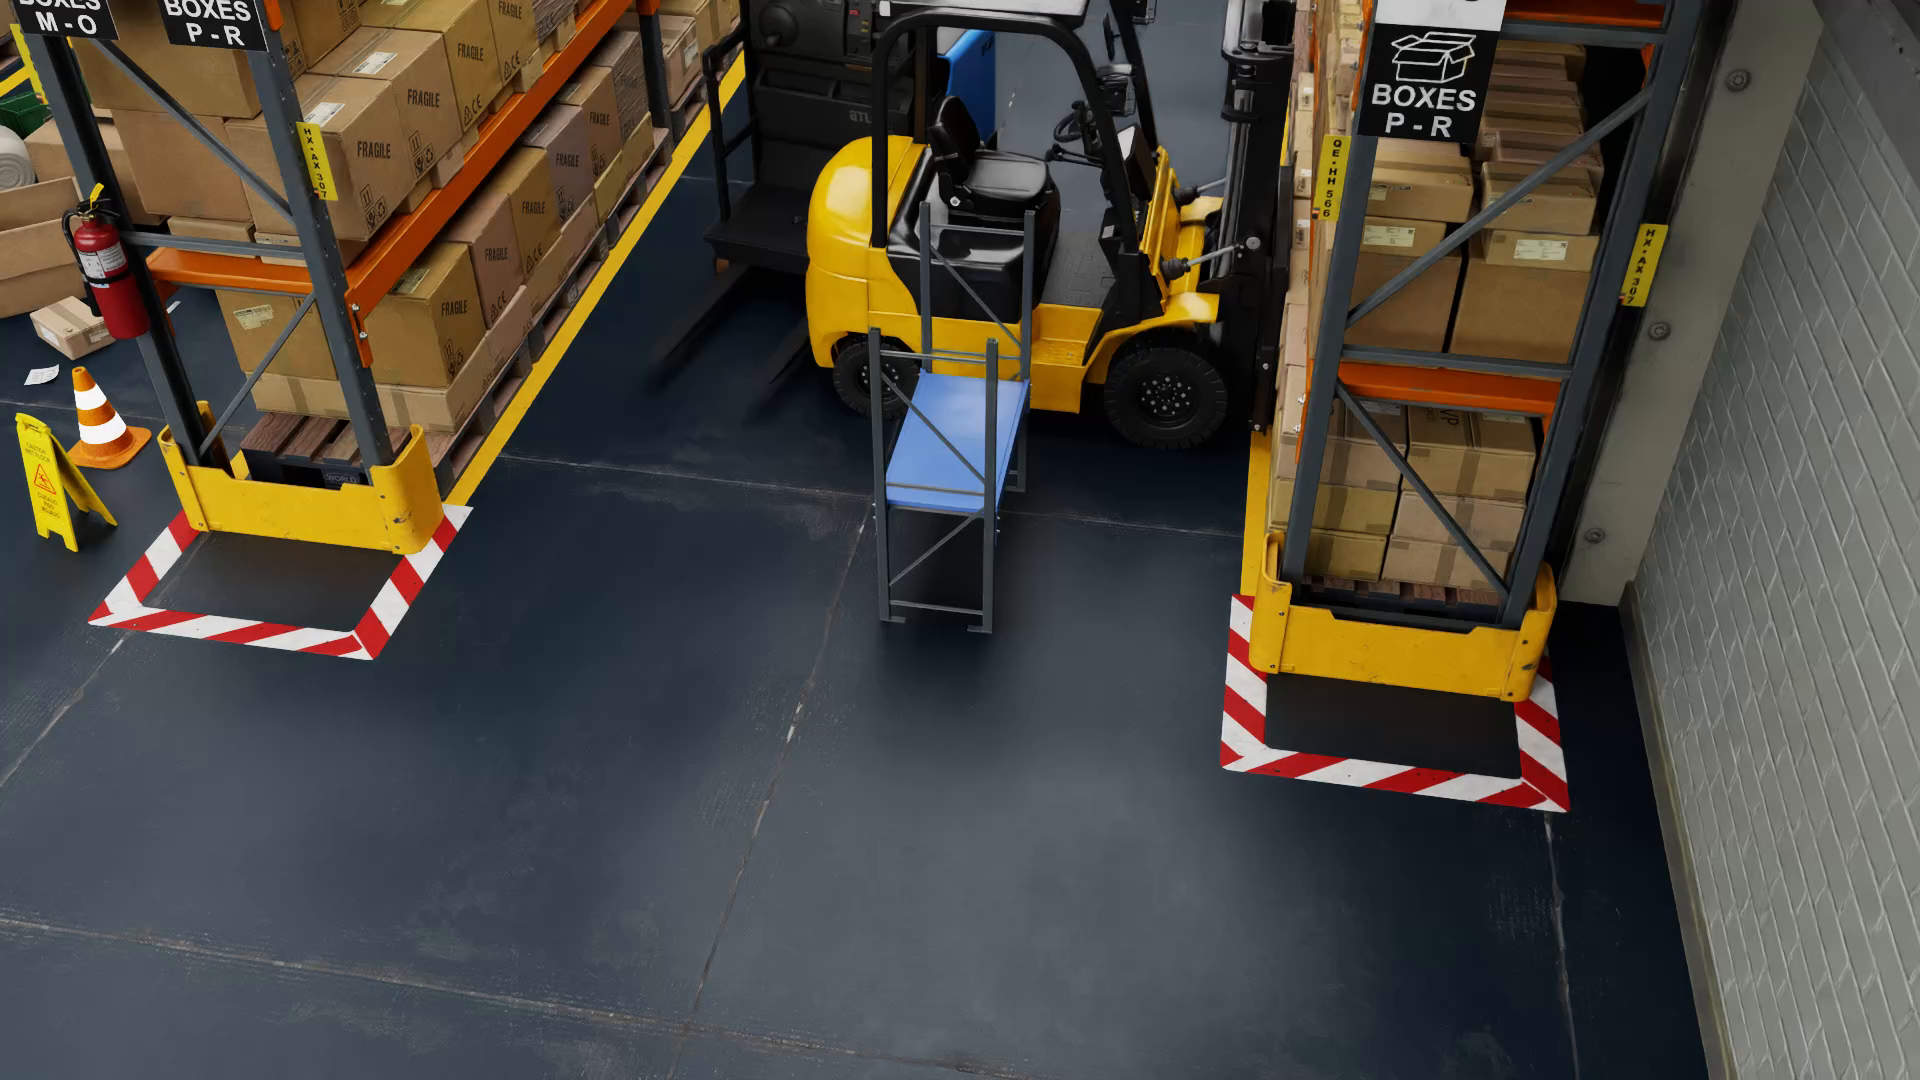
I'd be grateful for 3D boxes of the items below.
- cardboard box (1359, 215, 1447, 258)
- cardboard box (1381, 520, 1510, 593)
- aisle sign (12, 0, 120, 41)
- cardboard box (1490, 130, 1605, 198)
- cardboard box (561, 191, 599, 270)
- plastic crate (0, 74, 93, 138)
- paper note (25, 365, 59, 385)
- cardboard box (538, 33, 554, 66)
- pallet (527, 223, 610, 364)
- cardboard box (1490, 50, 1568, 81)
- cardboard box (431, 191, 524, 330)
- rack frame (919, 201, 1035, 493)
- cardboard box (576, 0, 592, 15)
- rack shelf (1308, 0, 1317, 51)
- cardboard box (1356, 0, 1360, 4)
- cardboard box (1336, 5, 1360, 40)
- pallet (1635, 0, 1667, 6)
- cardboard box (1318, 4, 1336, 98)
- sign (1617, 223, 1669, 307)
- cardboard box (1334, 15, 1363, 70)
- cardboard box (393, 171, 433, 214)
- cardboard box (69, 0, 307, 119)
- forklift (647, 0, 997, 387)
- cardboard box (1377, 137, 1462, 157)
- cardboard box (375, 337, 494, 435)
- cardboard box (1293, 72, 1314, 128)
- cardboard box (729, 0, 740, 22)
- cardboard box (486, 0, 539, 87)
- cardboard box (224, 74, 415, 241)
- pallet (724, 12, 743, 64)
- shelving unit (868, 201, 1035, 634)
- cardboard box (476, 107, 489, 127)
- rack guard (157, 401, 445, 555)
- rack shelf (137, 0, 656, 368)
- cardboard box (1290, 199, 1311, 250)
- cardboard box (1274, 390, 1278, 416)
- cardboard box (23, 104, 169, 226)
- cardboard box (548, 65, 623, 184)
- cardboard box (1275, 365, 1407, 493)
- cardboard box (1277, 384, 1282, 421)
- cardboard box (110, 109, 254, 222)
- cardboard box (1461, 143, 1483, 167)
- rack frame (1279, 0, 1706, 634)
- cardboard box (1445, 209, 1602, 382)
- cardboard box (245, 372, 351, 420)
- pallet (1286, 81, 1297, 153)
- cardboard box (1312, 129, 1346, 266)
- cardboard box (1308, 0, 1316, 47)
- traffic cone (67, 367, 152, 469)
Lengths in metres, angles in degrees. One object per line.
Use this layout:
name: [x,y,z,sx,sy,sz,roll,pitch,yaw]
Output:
cardboard box: [1.621,-1.198,6.257,0.380,0.149,0.250,7,40,8]
cardboard box: [2.115,-0.050,7.284,0.500,0.250,0.500,7,40,8]
aisle sign: [-3.349,-2.201,6.018,0.394,0.787,0.004,6,40,8]
cardboard box: [2.213,-1.411,6.282,0.380,0.149,0.250,8,40,9]
cardboard box: [-2.372,-1.764,9.357,0.500,0.250,0.500,7,40,8]
plastic crate: [-5.993,-2.883,11.045,0.450,0.188,0.662,20,43,37]
paper note: [-4.849,-0.874,8.783,0.148,0.019,0.142,-6,40,-8]
cardboard box: [-2.362,-2.589,8.724,0.380,0.149,0.250,6,40,7]
pallet: [-2.650,-1.448,9.336,1.003,0.211,1.213,6,40,8]
cardboard box: [2.294,-1.901,6.874,0.380,0.149,0.250,8,40,9]
cardboard box: [-2.551,-1.416,8.349,0.500,0.500,0.500,5,40,6]
rack frame: [0.073,-0.844,7.593,0.500,1.500,0.032,6,40,8]
cardboard box: [-2.274,-3.072,9.308,0.380,0.149,0.250,7,40,8]
rack shelf: [2.876,-4.149,10.979,1.077,0.370,4.000,6,40,8]
cardboard box: [2.037,-2.590,7.707,0.380,0.149,0.250,6,40,7]
cardboard box: [1.928,-2.320,7.615,0.380,0.149,0.250,6,40,7]
pallet: [1.985,-2.224,5.801,1.003,0.211,1.213,6,40,8]
cardboard box: [2.035,-2.313,8.116,0.500,0.500,0.500,6,40,7]
sign: [2.383,-0.960,5.816,0.100,0.325,0.005,6,40,8]
cardboard box: [1.814,-2.124,7.144,0.380,0.149,0.250,7,40,9]
cardboard box: [-2.634,-1.617,7.549,0.380,0.149,0.250,5,40,6]
cardboard box: [-3.179,-2.089,6.826,0.700,0.500,0.500,5,40,7]
forklift: [-0.763,-2.705,8.722,1.130,2.935,3.031,13,41,16]
cardboard box: [1.704,-1.470,6.353,0.380,0.149,0.250,6,40,8]
cardboard box: [-2.640,-0.784,8.172,0.500,0.250,0.500,6,40,7]
cardboard box: [2.137,-2.390,9.330,0.500,0.250,0.500,6,40,7]
cardboard box: [-2.032,-4.083,12.067,0.950,0.372,0.625,8,40,9]
cardboard box: [-2.444,-2.591,8.218,0.500,0.500,0.500,6,40,7]
cardboard box: [-2.697,-1.626,7.050,0.500,0.500,0.500,6,40,7]
pallet: [-2.018,-3.898,12.299,1.003,0.211,1.213,6,40,8]
shelving unit: [-0.015,-0.524,7.207,0.538,1.500,1.048,6,40,8]
cardboard box: [-2.547,-2.110,8.145,0.380,0.149,0.250,8,40,9]
rack guard: [-3.039,-0.290,7.709,1.175,0.500,0.348,6,40,8]
rack shelf: [-2.706,-2.184,8.602,1.077,0.370,4.000,6,40,8]
cardboard box: [1.865,-1.428,8.166,0.500,0.250,0.500,6,40,7]
cardboard box: [1.798,-0.717,8.091,0.500,0.250,0.500,7,40,8]
cardboard box: [-5.088,-2.265,9.989,0.797,0.637,0.503,6,40,8]
cardboard box: [-2.284,-2.387,9.523,0.500,0.500,0.500,7,40,8]
cardboard box: [1.610,-0.472,7.010,0.500,0.250,0.500,8,40,9]
cardboard box: [1.711,-0.609,7.569,0.500,0.250,0.500,6,40,7]
cardboard box: [-3.230,-1.730,7.176,0.500,0.500,0.500,6,40,7]
cardboard box: [2.182,-1.454,6.567,0.380,0.149,0.250,6,40,7]
rack frame: [1.837,-0.661,6.195,1.000,3.000,0.127,6,40,8]
cardboard box: [2.196,-0.980,6.502,0.500,0.500,0.500,8,40,9]
cardboard box: [-3.173,-0.860,8.264,0.500,0.250,0.500,6,40,7]
pallet: [2.618,-2.563,10.684,1.003,0.211,1.213,6,40,8]
cardboard box: [1.763,-1.362,6.965,0.500,0.500,0.500,8,40,9]
cardboard box: [2.879,-3.705,11.411,0.875,0.625,0.625,5,40,6]
traffic cone: [-4.248,-0.640,8.161,0.336,0.463,0.334,6,40,8]
